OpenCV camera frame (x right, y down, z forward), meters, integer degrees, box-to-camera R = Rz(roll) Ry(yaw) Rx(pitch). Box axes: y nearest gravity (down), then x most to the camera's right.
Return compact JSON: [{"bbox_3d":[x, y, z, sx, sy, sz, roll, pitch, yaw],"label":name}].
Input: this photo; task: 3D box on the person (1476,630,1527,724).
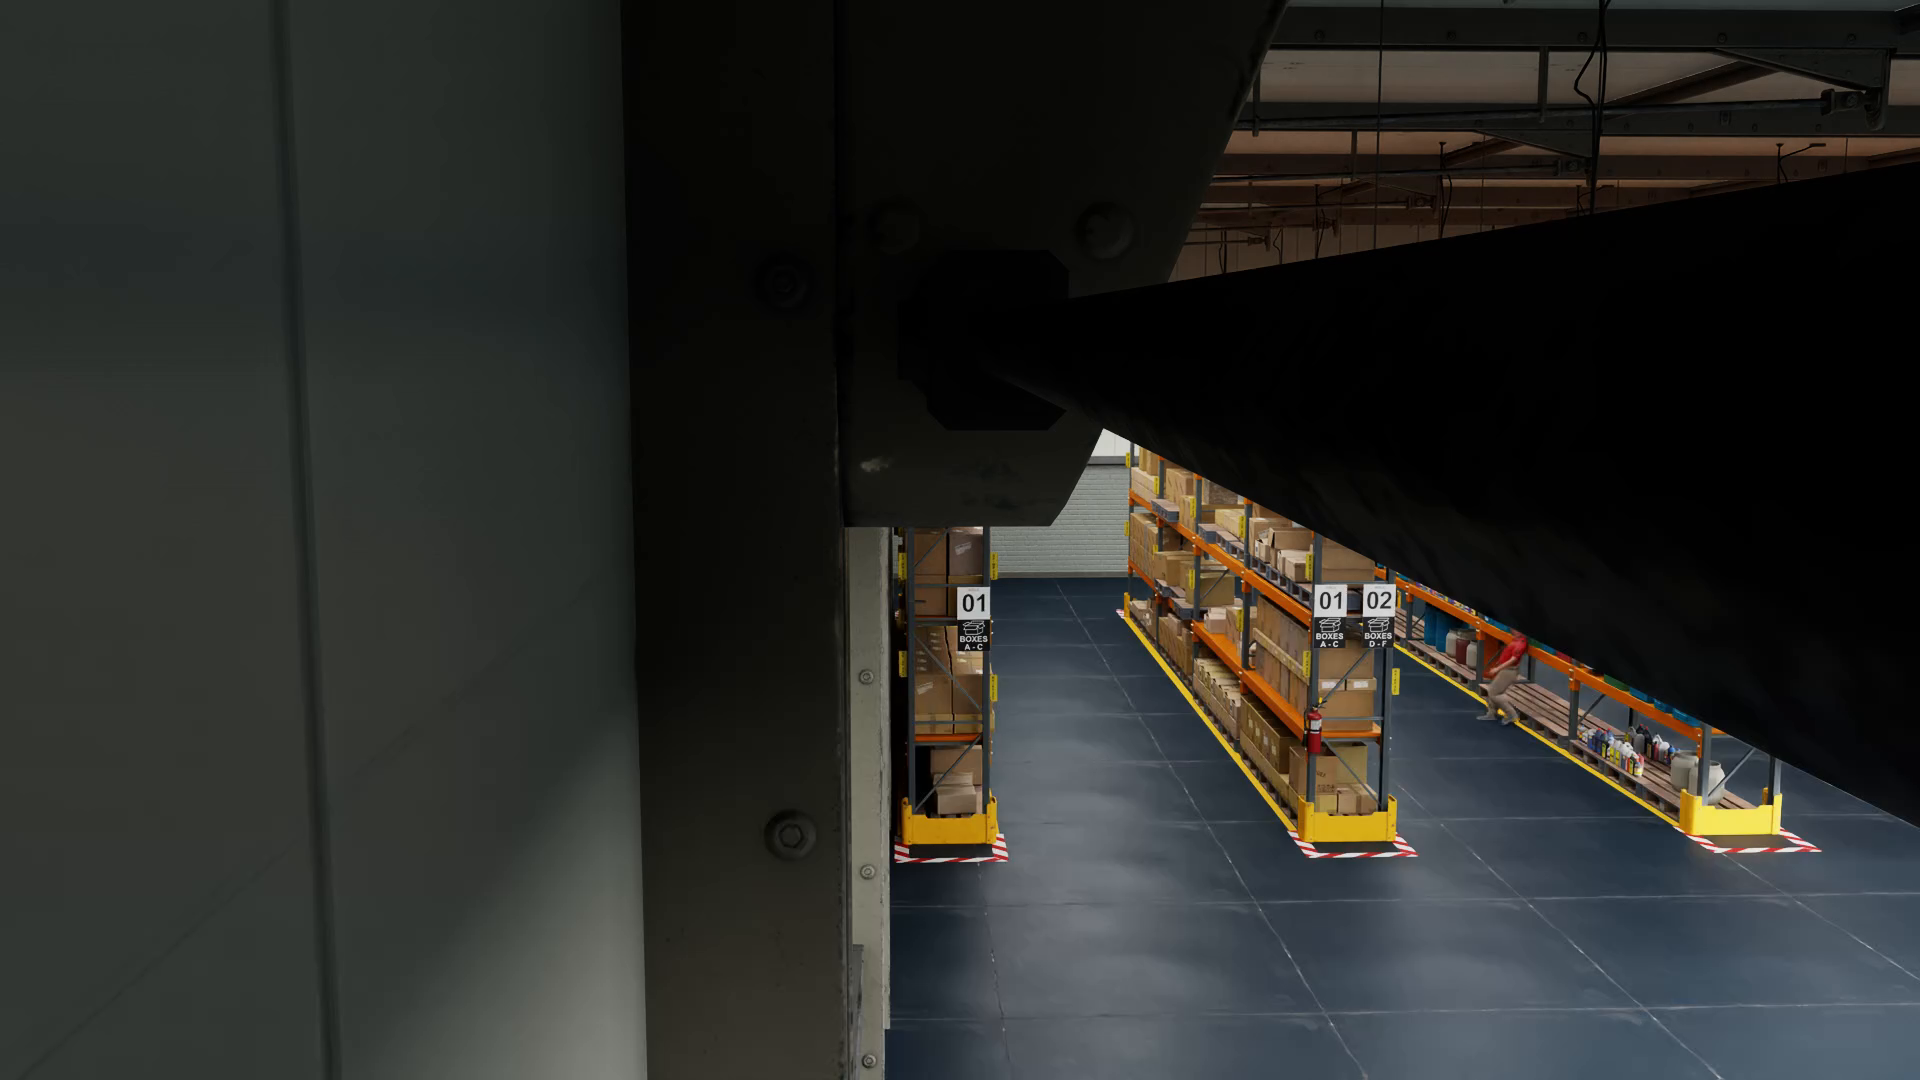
[{"bbox_3d":[8.660,2.131,26.582,0.746,1.649,0.578,3,8,25],"label":"person"}]
